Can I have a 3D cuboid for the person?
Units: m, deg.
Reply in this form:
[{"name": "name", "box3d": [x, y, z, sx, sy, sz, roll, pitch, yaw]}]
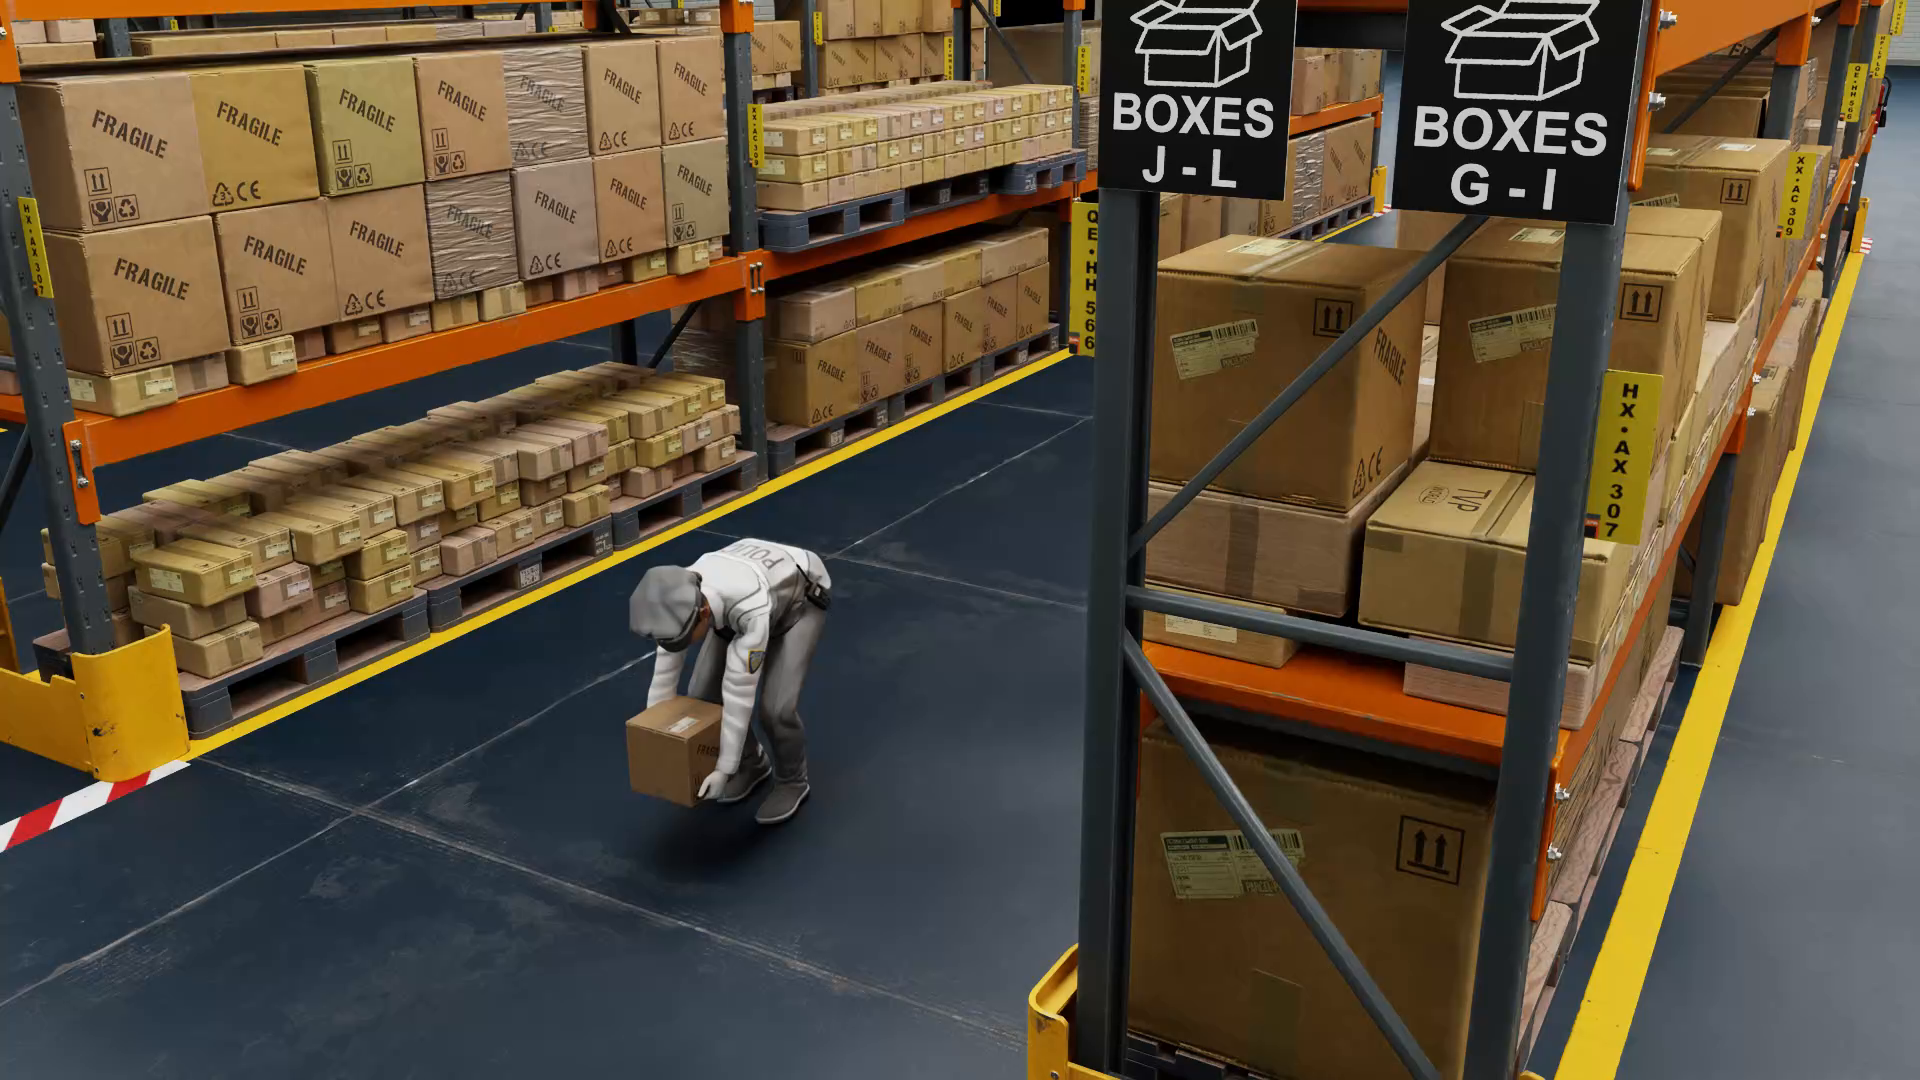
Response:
[{"name": "person", "box3d": [-0.773, 0.481, 5.641, 0.443, 1.047, 0.921, 9, 22, 25]}]
